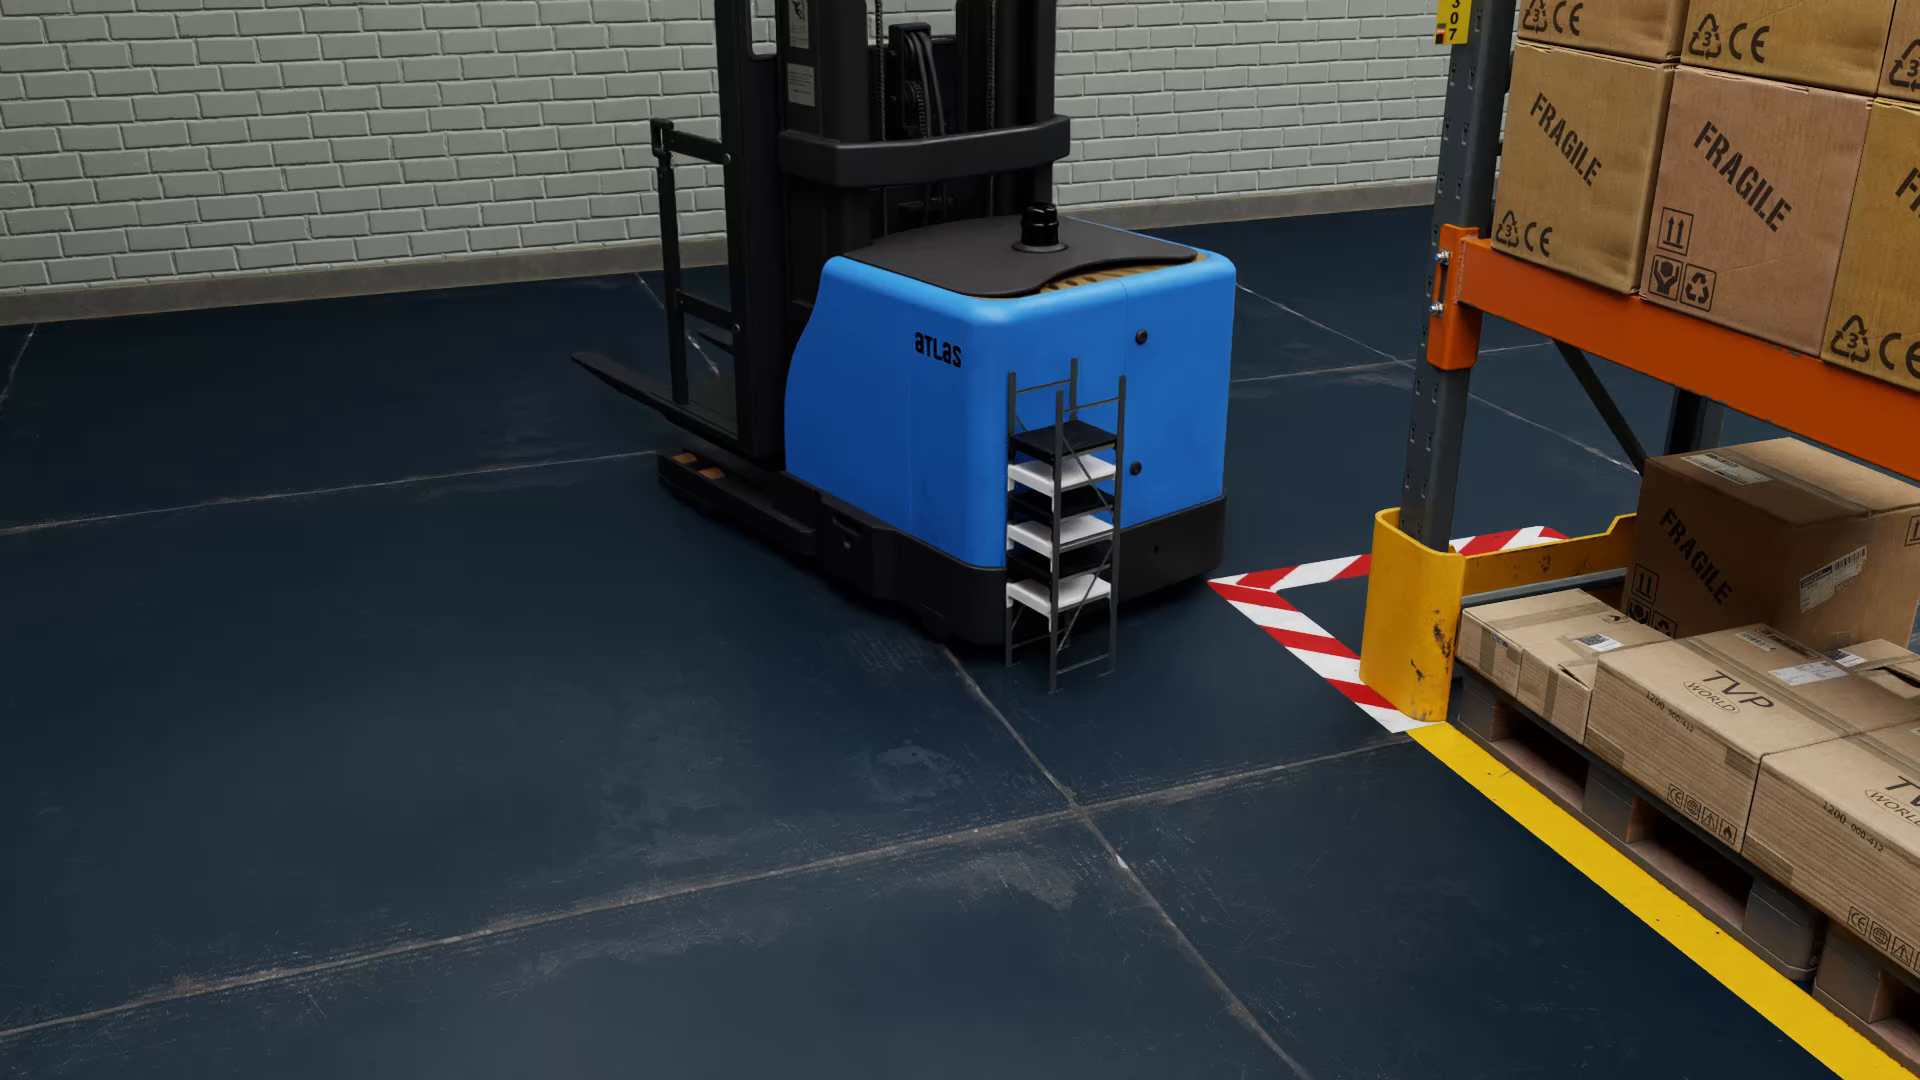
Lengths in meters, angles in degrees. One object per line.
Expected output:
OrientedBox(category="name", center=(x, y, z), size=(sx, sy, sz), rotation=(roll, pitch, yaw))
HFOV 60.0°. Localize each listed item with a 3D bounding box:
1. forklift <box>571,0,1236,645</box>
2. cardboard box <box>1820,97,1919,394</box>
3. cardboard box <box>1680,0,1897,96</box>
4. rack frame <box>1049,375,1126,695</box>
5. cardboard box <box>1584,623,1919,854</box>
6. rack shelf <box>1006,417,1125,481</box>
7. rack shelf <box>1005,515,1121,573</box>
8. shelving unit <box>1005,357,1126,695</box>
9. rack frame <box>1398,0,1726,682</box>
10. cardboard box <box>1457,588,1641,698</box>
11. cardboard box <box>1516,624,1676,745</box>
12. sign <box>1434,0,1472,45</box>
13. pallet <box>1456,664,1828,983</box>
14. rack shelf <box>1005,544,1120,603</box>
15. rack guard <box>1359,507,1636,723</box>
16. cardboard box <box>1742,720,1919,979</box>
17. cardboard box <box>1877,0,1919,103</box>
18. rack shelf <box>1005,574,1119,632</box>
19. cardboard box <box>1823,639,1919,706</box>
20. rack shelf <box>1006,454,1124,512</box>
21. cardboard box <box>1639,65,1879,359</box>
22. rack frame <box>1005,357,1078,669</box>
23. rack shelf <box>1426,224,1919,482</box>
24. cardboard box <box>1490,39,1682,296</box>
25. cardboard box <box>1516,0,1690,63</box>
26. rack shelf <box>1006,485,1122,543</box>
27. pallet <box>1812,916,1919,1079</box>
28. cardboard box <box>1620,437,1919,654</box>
OrientedBox(category="forklift", center=(-0.452, -1.550, 5.654), size=(1.130, 2.935, 3.031), rotation=(-17, 28, -35))
OrientedBox(category="cardboard box", center=(1.987, -0.523, 3.000), size=(0.500, 0.500, 0.500), rotation=(-8, 24, -19))
OrientedBox(category="cardboard box", center=(1.817, -1.164, 3.235), size=(0.500, 0.500, 0.500), rotation=(-8, 24, -18))
OrientedBox(category="rack frame", center=(0.350, -0.004, 4.600), size=(0.240, 0.900, 0.006), rotation=(-16, 28, -33))
OrientedBox(category="cardboard box", center=(1.818, 0.439, 3.821), size=(0.500, 0.250, 0.500), rotation=(-8, 24, -19))
OrientedBox(category="rack shelf", center=(0.290, -0.254, 4.584), size=(0.258, 0.077, 0.200), rotation=(-16, 28, -33))
OrientedBox(category="rack shelf", center=(0.290, -0.005, 4.688), size=(0.258, 0.077, 0.200), rotation=(-16, 28, -33))
OrientedBox(category="shelving unit", center=(0.290, -0.035, 4.675), size=(0.258, 0.900, 0.210), rotation=(-16, 28, -33))
OrientedBox(category="rack frame", center=(1.715, -1.044, 4.365), size=(1.000, 3.000, 0.127), rotation=(-8, 24, -19))
OrientedBox(category="cardboard box", center=(1.541, 0.266, 4.360), size=(0.380, 0.149, 0.250), rotation=(-8, 24, -19))
OrientedBox(category="cardboard box", center=(1.630, 0.349, 4.141), size=(0.380, 0.166, 0.250), rotation=(-8, 24, -19))
OrientedBox(category="sign", center=(1.207, -1.368, 4.020), size=(0.100, 0.325, 0.005), rotation=(-8, 24, -19))
OrientedBox(category="pallet", center=(2.024, 0.558, 4.154), size=(1.003, 0.211, 1.213), rotation=(-8, 24, -19))
OrientedBox(category="rack shelf", center=(0.290, 0.078, 4.723), size=(0.258, 0.077, 0.200), rotation=(-16, 28, -33))
OrientedBox(category="rack guard", center=(1.742, 0.136, 4.785), size=(1.175, 0.500, 0.348), rotation=(-8, 24, -19))
OrientedBox(category="cardboard box", center=(1.995, 0.620, 3.390), size=(0.500, 0.250, 0.500), rotation=(-8, 24, -19))
OrientedBox(category="cardboard box", center=(1.989, -0.982, 2.802), size=(0.500, 0.500, 0.500), rotation=(-8, 24, -18))
OrientedBox(category="rack shelf", center=(0.290, 0.161, 4.758), size=(0.258, 0.077, 0.200), rotation=(-16, 28, -33))
OrientedBox(category="cardboard box", center=(2.196, 0.382, 4.063), size=(0.380, 0.166, 0.250), rotation=(-8, 24, -19))
OrientedBox(category="rack shelf", center=(0.290, -0.171, 4.618), size=(0.258, 0.077, 0.200), rotation=(-16, 28, -33))
OrientedBox(category="cardboard box", center=(1.812, -0.706, 3.434), size=(0.500, 0.500, 0.500), rotation=(-9, 24, -20))
OrientedBox(category="rack frame", center=(0.230, -0.067, 4.751), size=(0.240, 0.900, 0.006), rotation=(-16, 28, -33))
OrientedBox(category="rack shelf", center=(2.421, 0.014, 2.780), size=(1.077, 0.370, 4.000), rotation=(-8, 24, -19))
OrientedBox(category="cardboard box", center=(1.625, -0.893, 3.877), size=(0.500, 0.500, 0.500), rotation=(-8, 24, -18))
OrientedBox(category="cardboard box", center=(1.625, -1.353, 3.683), size=(0.500, 0.500, 0.500), rotation=(-8, 24, -17))
OrientedBox(category="rack shelf", center=(0.290, -0.088, 4.653), size=(0.258, 0.077, 0.200), rotation=(-16, 28, -33))
OrientedBox(category="pallet", center=(2.452, 1.001, 3.104), size=(1.003, 0.211, 1.213), rotation=(-8, 24, -19))
OrientedBox(category="cardboard box", center=(2.137, 0.069, 4.376), size=(0.500, 0.500, 0.500), rotation=(-8, 24, -19))
